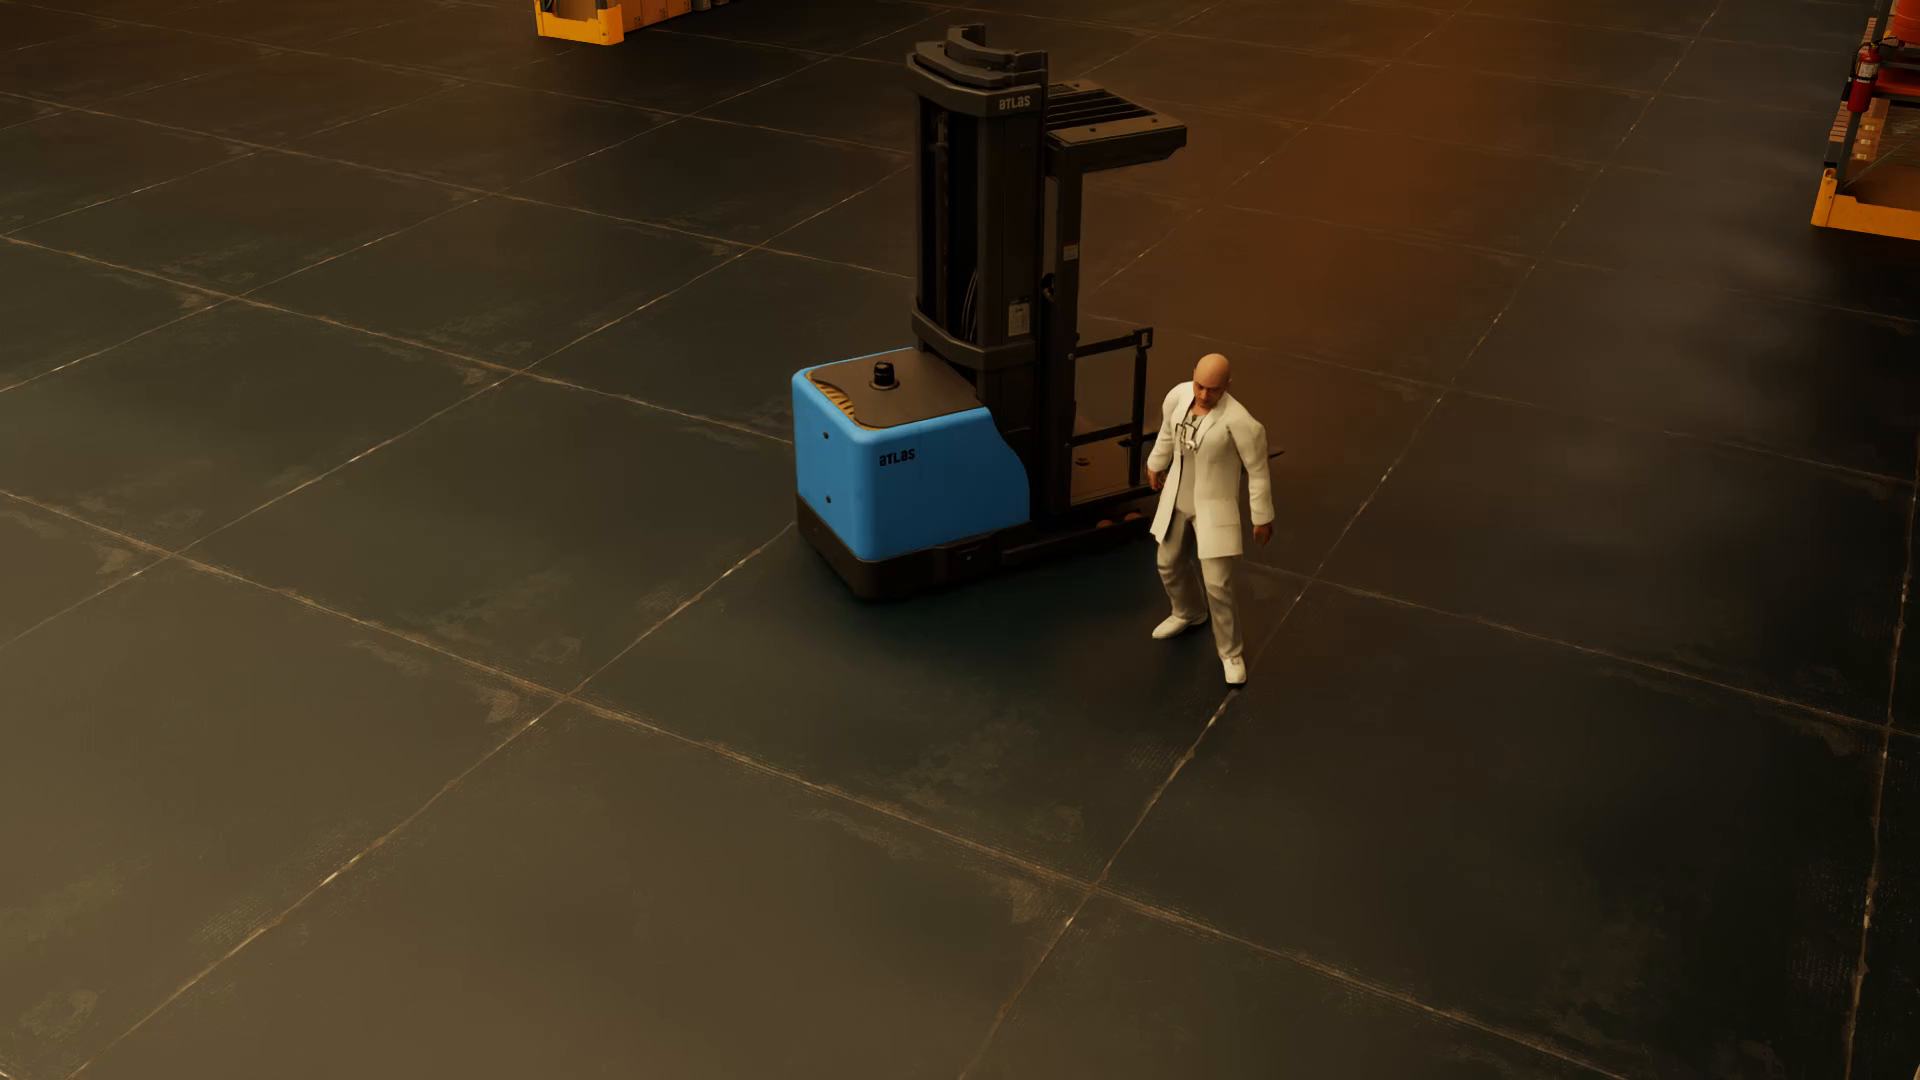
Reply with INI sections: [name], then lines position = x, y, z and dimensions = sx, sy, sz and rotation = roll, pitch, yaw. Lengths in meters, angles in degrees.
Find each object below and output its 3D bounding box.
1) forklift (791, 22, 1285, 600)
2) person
[forklift]
position = 0.565, -1.441, 9.568
dimensions = 3.031, 2.935, 1.130
rotation = -15, 33, -24
[person]
position = 1.276, -0.187, 8.610
dimensions = 0.473, 1.749, 0.911
rotation = -24, 38, -35
